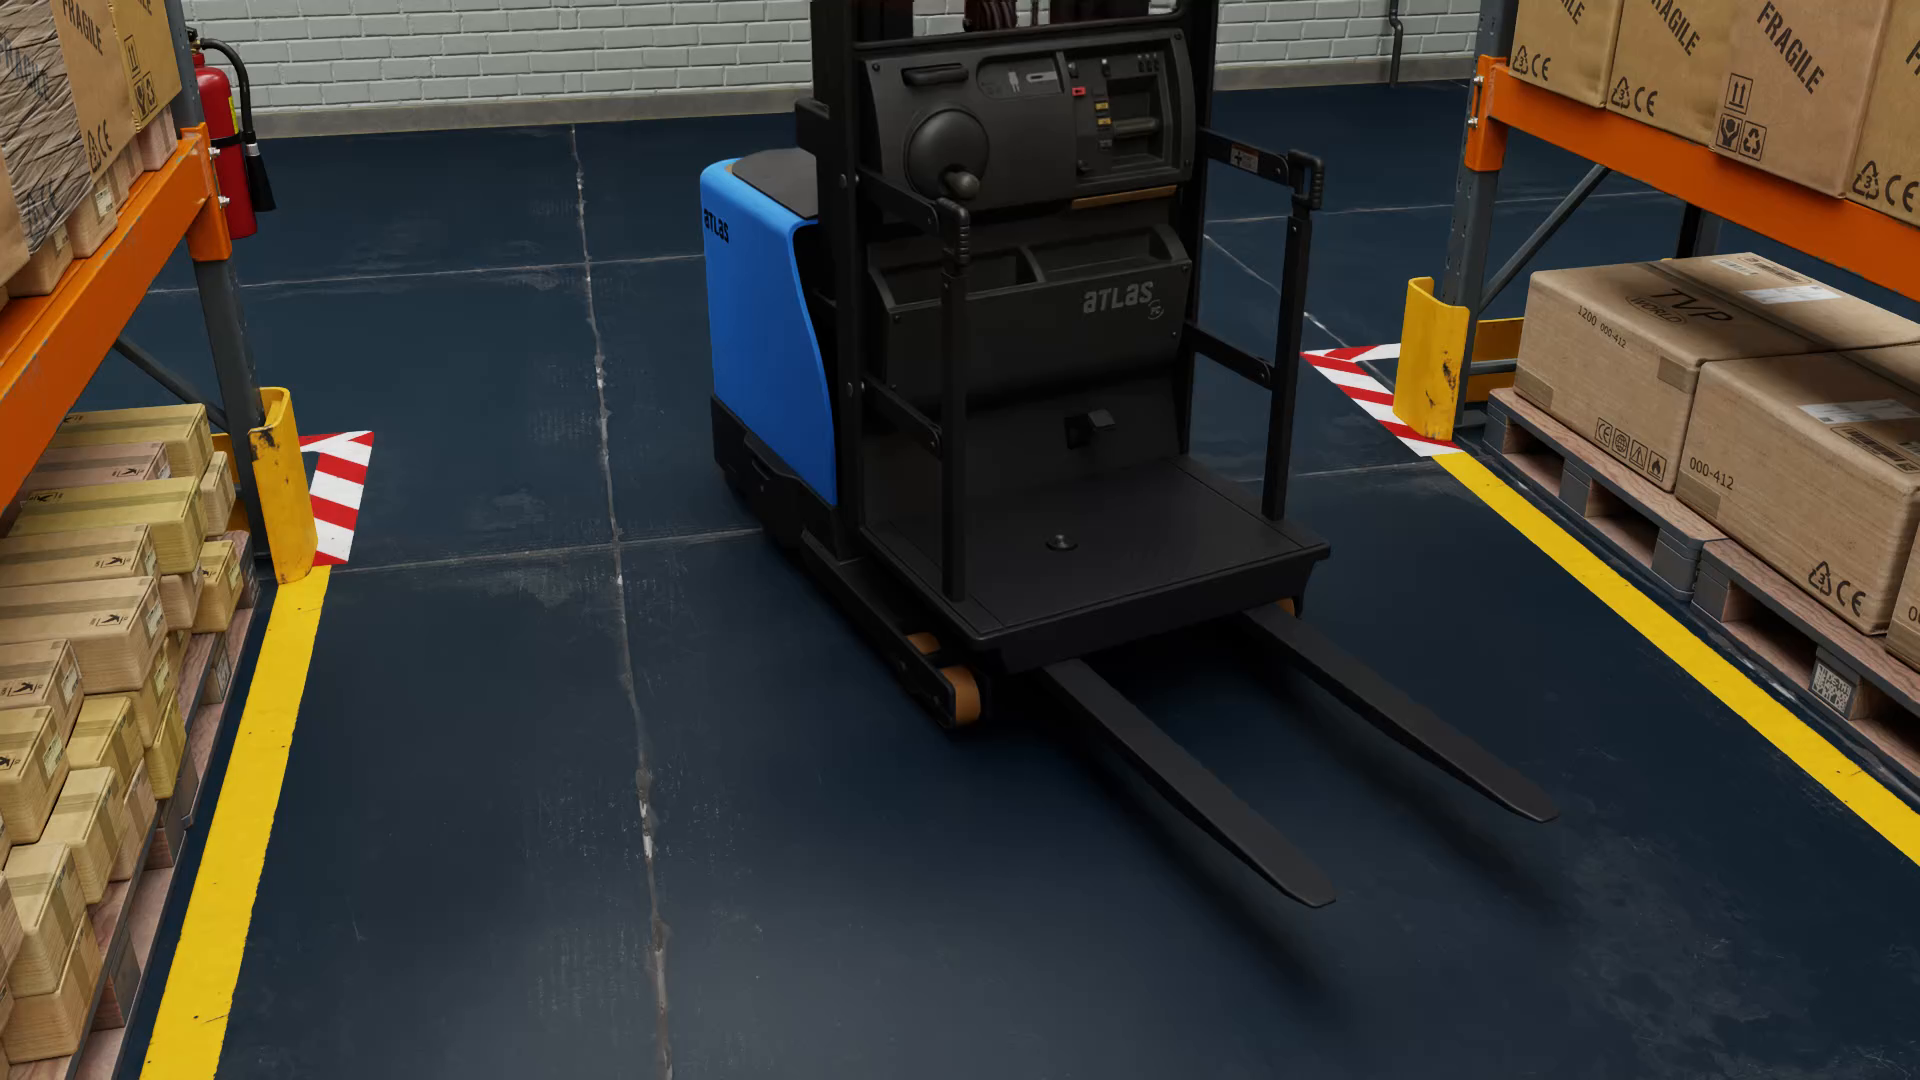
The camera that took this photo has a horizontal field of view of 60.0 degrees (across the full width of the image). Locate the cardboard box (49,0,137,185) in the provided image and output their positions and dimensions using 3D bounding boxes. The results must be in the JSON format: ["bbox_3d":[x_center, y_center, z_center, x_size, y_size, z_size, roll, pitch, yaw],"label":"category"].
[{"bbox_3d":[-2.125,-1.043,3.546,0.500,0.500,0.500,-6,27,-12],"label":"cardboard box"}]

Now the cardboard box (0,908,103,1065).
[{"bbox_3d":[-1.787,0.820,2.994,0.380,0.149,0.250,-7,28,-13],"label":"cardboard box"}]

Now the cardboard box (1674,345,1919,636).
[{"bbox_3d":[2.673,-0.173,4.642,0.875,0.438,0.875,-5,27,-10],"label":"cardboard box"}]

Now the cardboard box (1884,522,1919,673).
[{"bbox_3d":[2.874,0.223,3.858,0.875,0.438,0.875,-7,28,-13],"label":"cardboard box"}]

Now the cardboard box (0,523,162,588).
[{"bbox_3d":[-2.042,0.100,3.760,0.380,0.149,0.250,-7,28,-14],"label":"cardboard box"}]

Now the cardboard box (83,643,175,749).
[{"bbox_3d":[-1.943,0.346,3.604,0.380,0.149,0.250,-6,27,-11],"label":"cardboard box"}]

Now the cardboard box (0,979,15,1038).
[{"bbox_3d":[-1.788,0.806,2.691,0.380,0.149,0.250,-5,27,-9],"label":"cardboard box"}]

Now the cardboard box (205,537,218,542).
[{"bbox_3d":[-2.266,0.032,4.556,0.380,0.149,0.250,-5,27,-11],"label":"cardboard box"}]

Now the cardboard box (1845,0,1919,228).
[{"bbox_3d":[2.408,-0.952,3.697,0.500,0.500,0.500,-5,27,-10],"label":"cardboard box"}]

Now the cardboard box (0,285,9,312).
[{"bbox_3d":[-2.034,-0.462,3.116,0.380,0.149,0.250,-7,28,-14],"label":"cardboard box"}]

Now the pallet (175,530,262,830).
[{"bbox_3d":[-2.422,0.375,4.272,1.003,0.211,1.213,-6,27,-12],"label":"pallet"}]

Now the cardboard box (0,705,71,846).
[{"bbox_3d":[-1.889,0.451,3.064,0.380,0.149,0.250,-6,27,-11],"label":"cardboard box"}]

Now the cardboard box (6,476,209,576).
[{"bbox_3d":[-2.039,-0.020,3.998,0.380,0.149,0.250,-7,28,-13],"label":"cardboard box"}]

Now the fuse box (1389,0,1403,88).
[{"bbox_3d":[2.998,-3.857,10.993,0.539,1.711,0.414,-6,27,-12],"label":"fuse box"}]

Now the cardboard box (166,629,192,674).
[{"bbox_3d":[-2.134,0.259,4.105,0.380,0.149,0.250,-6,27,-12],"label":"cardboard box"}]

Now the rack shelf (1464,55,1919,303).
[{"bbox_3d":[2.663,-0.611,3.930,1.077,0.370,4.000,-6,27,-12],"label":"rack shelf"}]

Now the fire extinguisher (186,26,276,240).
[{"bbox_3d":[-2.195,-1.220,4.837,0.296,0.674,0.183,-6,27,-12],"label":"fire extinguisher"}]

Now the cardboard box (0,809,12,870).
[{"bbox_3d":[-1.872,0.564,2.842,0.380,0.149,0.250,-7,28,-14],"label":"cardboard box"}]

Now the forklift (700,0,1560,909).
[{"bbox_3d":[0.298,-1.052,4.082,1.130,2.935,3.031,-13,30,-24],"label":"forklift"}]

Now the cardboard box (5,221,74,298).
[{"bbox_3d":[-2.037,-0.587,3.362,0.380,0.149,0.250,-7,28,-14],"label":"cardboard box"}]

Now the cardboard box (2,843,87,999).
[{"bbox_3d":[-1.783,0.689,2.923,0.380,0.149,0.250,-6,27,-12],"label":"cardboard box"}]

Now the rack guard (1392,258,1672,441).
[{"bbox_3d":[2.207,-0.705,6.092,1.175,0.500,0.348,-6,27,-12],"label":"rack guard"}]

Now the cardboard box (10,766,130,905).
[{"bbox_3d":[-1.814,0.578,3.143,0.380,0.149,0.250,-6,27,-11],"label":"cardboard box"}]

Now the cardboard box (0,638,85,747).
[{"bbox_3d":[-1.976,0.339,3.286,0.380,0.149,0.250,-7,28,-13],"label":"cardboard box"}]

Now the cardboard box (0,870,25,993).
[{"bbox_3d":[-1.730,0.675,2.621,0.380,0.149,0.250,-5,27,-10],"label":"cardboard box"}]

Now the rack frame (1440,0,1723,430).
[{"bbox_3d":[2.212,-1.810,5.508,1.000,3.000,0.127,-6,27,-12],"label":"rack frame"}]

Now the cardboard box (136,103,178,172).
[{"bbox_3d":[-2.239,-1.037,4.254,0.380,0.149,0.250,-6,27,-12],"label":"cardboard box"}]

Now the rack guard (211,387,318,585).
[{"bbox_3d":[-2.571,-0.114,4.921,1.175,0.500,0.348,-6,27,-12],"label":"rack guard"}]

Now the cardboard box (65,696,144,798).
[{"bbox_3d":[-1.903,0.460,3.377,0.380,0.149,0.250,-5,27,-9],"label":"cardboard box"}]

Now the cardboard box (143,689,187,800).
[{"bbox_3d":[-1.947,0.472,3.684,0.380,0.149,0.250,-7,28,-14],"label":"cardboard box"}]

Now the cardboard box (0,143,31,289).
[{"bbox_3d":[-1.899,-0.601,2.671,0.500,0.500,0.500,-5,27,-9],"label":"cardboard box"}]

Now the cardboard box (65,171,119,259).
[{"bbox_3d":[-2.068,-0.705,3.598,0.380,0.149,0.250,-5,27,-10],"label":"cardboard box"}]

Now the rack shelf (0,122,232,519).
[{"bbox_3d":[-2.137,-0.064,2.846,1.077,0.370,4.000,-6,27,-12],"label":"rack shelf"}]

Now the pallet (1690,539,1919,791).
[{"bbox_3d":[2.740,0.312,4.397,1.003,0.211,1.213,-6,27,-12],"label":"pallet"}]

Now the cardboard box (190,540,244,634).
[{"bbox_3d":[-2.109,0.134,4.352,0.380,0.149,0.250,-5,27,-10],"label":"cardboard box"}]

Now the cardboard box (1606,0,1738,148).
[{"bbox_3d":[2.182,-1.396,4.576,0.500,0.500,0.500,-6,27,-12],"label":"cardboard box"}]

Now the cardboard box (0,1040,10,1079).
[{"bbox_3d":[-1.823,0.944,2.749,0.380,0.149,0.250,-7,28,-14],"label":"cardboard box"}]

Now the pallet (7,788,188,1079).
[{"bbox_3d":[-2.151,0.910,3.213,1.003,0.211,1.213,-6,27,-12],"label":"pallet"}]

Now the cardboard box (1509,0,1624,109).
[{"bbox_3d":[2.041,-1.615,5.010,0.500,0.500,0.500,-6,27,-12],"label":"cardboard box"}]

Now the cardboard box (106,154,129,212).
[{"bbox_3d":[-2.148,-0.815,3.815,0.380,0.149,0.250,-6,27,-12],"label":"cardboard box"}]

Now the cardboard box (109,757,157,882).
[{"bbox_3d":[-1.905,0.594,3.442,0.380,0.149,0.250,-5,27,-11],"label":"cardboard box"}]

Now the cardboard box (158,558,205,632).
[{"bbox_3d":[-2.072,0.120,4.051,0.380,0.149,0.250,-7,28,-14],"label":"cardboard box"}]

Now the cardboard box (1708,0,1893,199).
[{"bbox_3d":[2.279,-1.171,4.129,0.500,0.500,0.500,-6,27,-12],"label":"cardboard box"}]

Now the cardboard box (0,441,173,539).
[{"bbox_3d":[-2.221,-0.121,4.198,0.380,0.149,0.250,-5,27,-11],"label":"cardboard box"}]

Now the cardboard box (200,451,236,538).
[{"bbox_3d":[-2.191,-0.108,4.503,0.380,0.149,0.250,-7,28,-13],"label":"cardboard box"}]

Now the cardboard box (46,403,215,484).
[{"bbox_3d":[-2.222,-0.237,4.428,0.380,0.149,0.250,-6,27,-11],"label":"cardboard box"}]

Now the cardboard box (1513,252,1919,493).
[{"bbox_3d":[2.458,-0.574,5.436,0.875,0.438,0.875,-7,28,-13],"label":"cardboard box"}]

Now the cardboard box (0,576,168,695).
[{"bbox_3d":[-1.927,0.212,3.538,0.380,0.149,0.250,-5,27,-10],"label":"cardboard box"}]

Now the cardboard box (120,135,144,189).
[{"bbox_3d":[-2.219,-0.924,4.030,0.380,0.149,0.250,-6,27,-12],"label":"cardboard box"}]

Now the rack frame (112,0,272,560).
[{"bbox_3d":[-2.588,-1.263,4.424,1.000,3.000,0.127,-6,27,-12],"label":"rack frame"}]

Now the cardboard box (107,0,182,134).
[{"bbox_3d":[-2.236,-1.270,3.995,0.500,0.500,0.500,-5,27,-11],"label":"cardboard box"}]

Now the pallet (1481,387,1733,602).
[{"bbox_3d":[2.469,-0.222,5.456,1.003,0.211,1.213,-6,27,-12],"label":"pallet"}]

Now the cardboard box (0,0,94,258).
[{"bbox_3d":[-2.001,-0.821,3.107,0.500,0.500,0.500,-6,27,-11],"label":"cardboard box"}]

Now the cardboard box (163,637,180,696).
[{"bbox_3d":[-2.065,0.366,3.893,0.380,0.149,0.250,-6,27,-11],"label":"cardboard box"}]
